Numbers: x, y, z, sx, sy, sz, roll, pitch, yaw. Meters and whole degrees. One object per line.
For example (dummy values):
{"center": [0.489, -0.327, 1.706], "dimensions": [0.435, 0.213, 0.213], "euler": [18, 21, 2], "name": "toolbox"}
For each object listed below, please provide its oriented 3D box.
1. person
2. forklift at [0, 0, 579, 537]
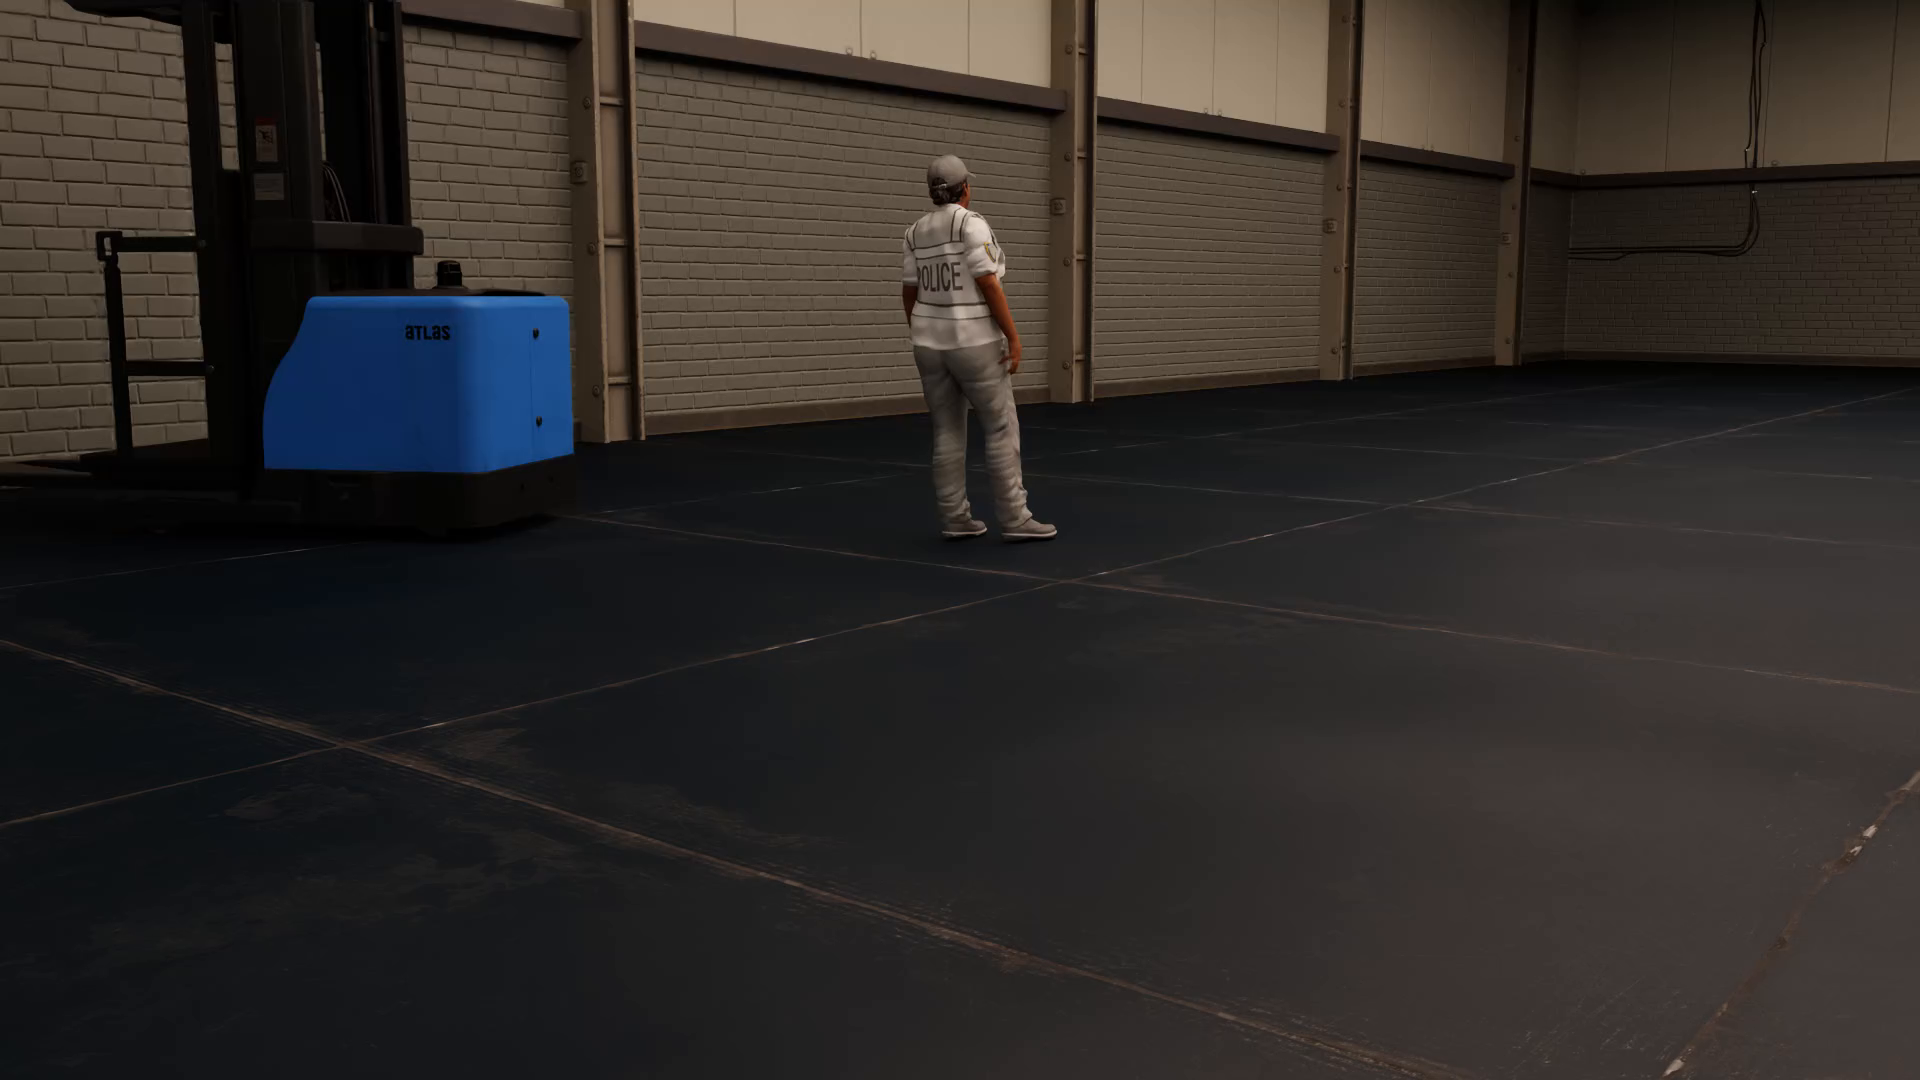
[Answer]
{"center": [0.066, -0.839, 7.328], "dimensions": [0.599, 1.670, 0.529], "euler": [7, 11, 38], "name": "person"}
{"center": [-3.448, -1.547, 7.853], "dimensions": [3.031, 2.935, 1.130], "euler": [2, 9, 12], "name": "forklift"}
